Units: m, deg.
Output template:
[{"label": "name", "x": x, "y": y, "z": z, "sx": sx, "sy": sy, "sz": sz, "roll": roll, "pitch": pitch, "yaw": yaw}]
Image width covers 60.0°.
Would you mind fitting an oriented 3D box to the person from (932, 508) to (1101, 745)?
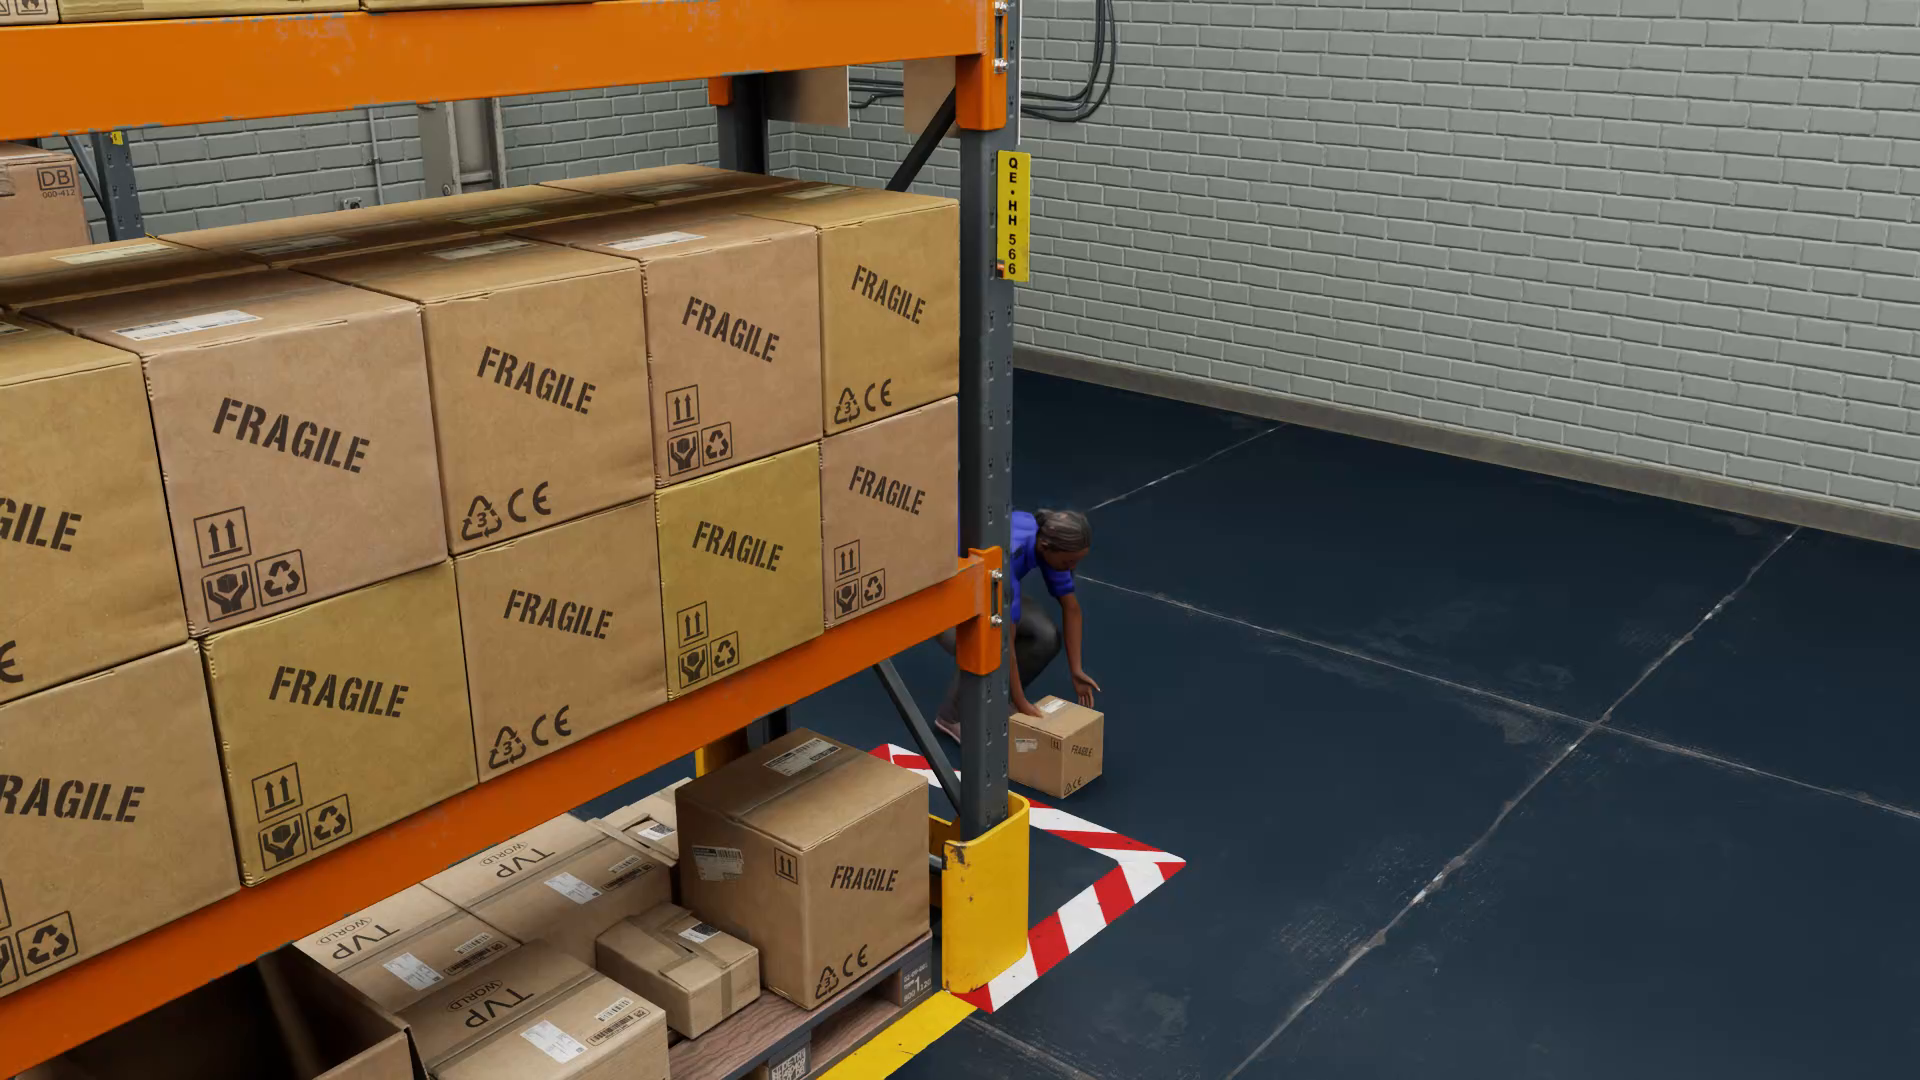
[{"label": "person", "x": 0.156, "y": 0.290, "z": 6.293, "sx": 0.789, "sy": 0.976, "sz": 0.469, "roll": 19, "pitch": 28, "yaw": 41}]
